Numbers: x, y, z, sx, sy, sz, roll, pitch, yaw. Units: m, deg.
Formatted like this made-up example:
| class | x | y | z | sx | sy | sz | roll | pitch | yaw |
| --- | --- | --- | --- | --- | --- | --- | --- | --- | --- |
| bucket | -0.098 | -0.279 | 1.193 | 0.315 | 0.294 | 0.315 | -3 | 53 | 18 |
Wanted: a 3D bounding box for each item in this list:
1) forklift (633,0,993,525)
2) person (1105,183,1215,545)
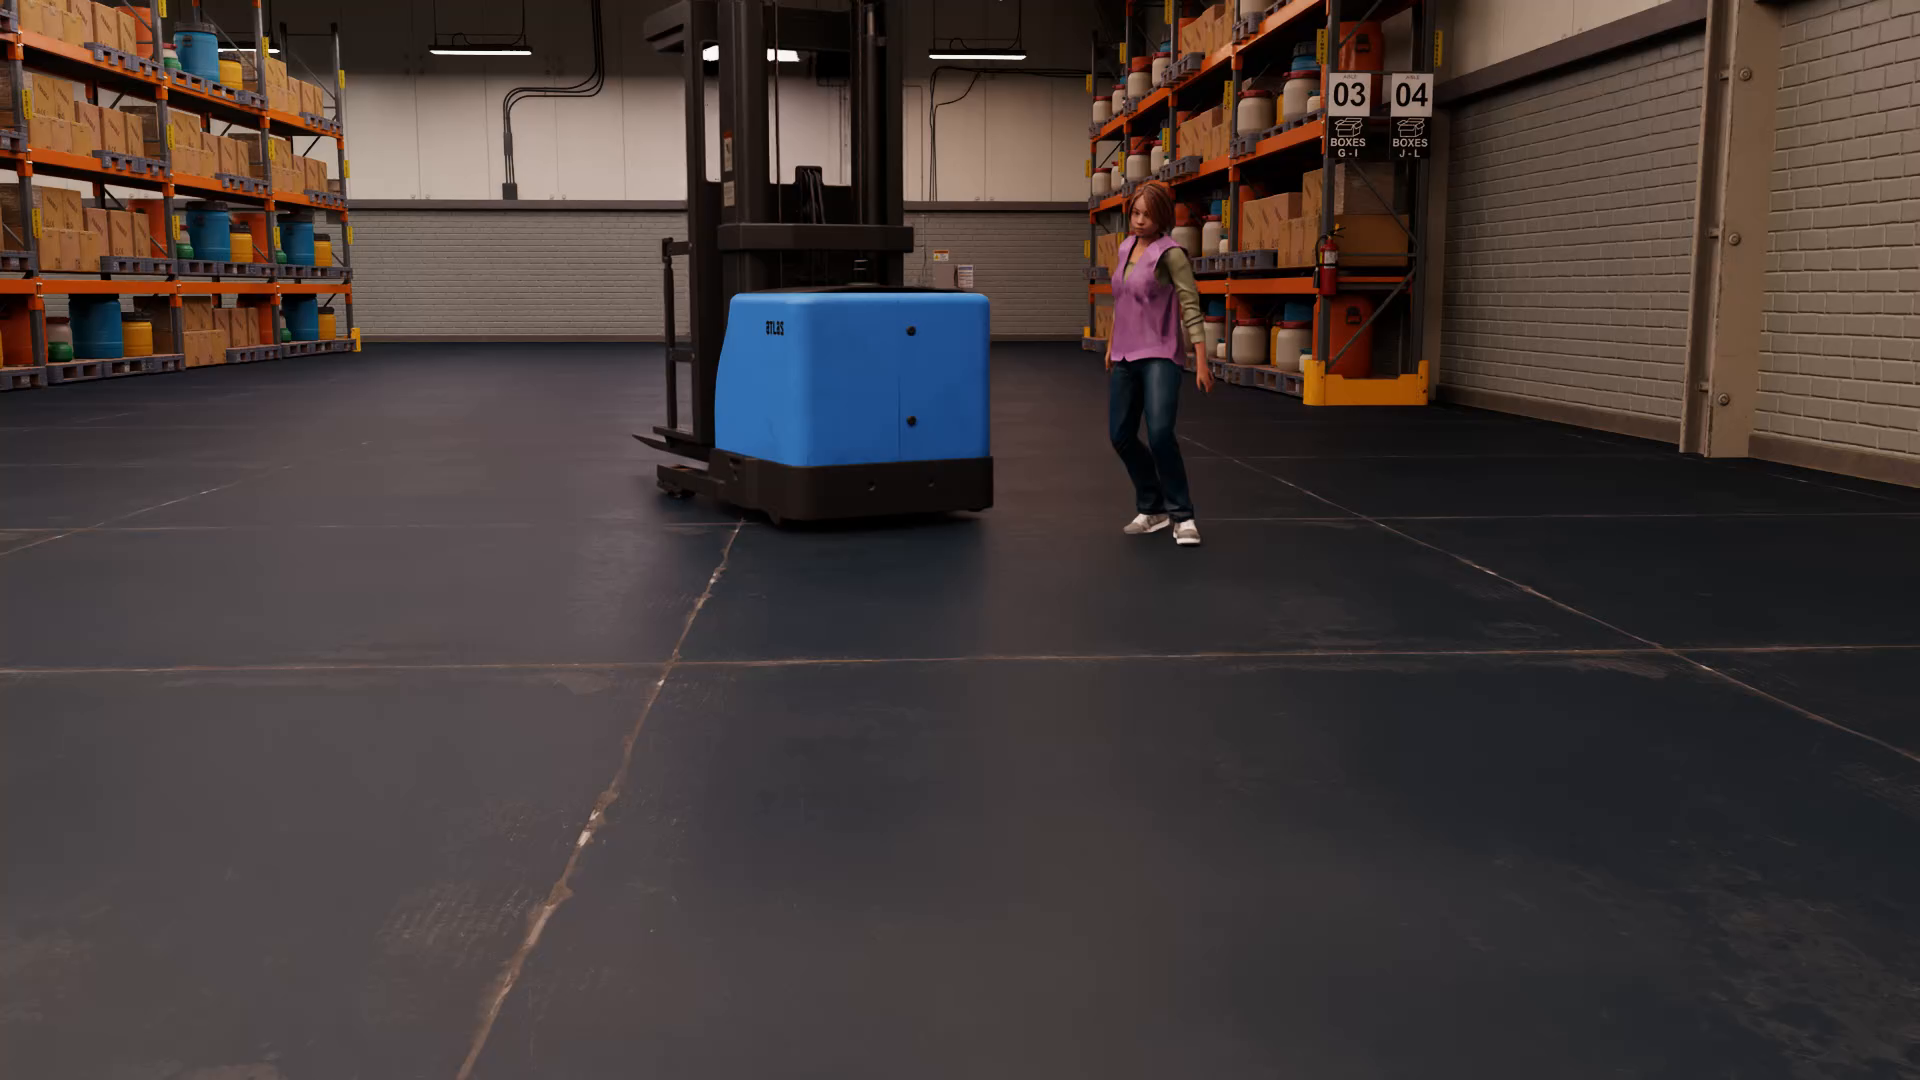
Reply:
| class | x | y | z | sx | sy | sz | roll | pitch | yaw |
| --- | --- | --- | --- | --- | --- | --- | --- | --- | --- |
| forklift | -0.978 | -1.693 | 8.734 | 1.130 | 2.935 | 3.031 | -4 | 10 | -28 |
| person | 0.861 | -0.764 | 7.343 | 0.408 | 1.555 | 0.744 | -5 | 10 | -32 |
